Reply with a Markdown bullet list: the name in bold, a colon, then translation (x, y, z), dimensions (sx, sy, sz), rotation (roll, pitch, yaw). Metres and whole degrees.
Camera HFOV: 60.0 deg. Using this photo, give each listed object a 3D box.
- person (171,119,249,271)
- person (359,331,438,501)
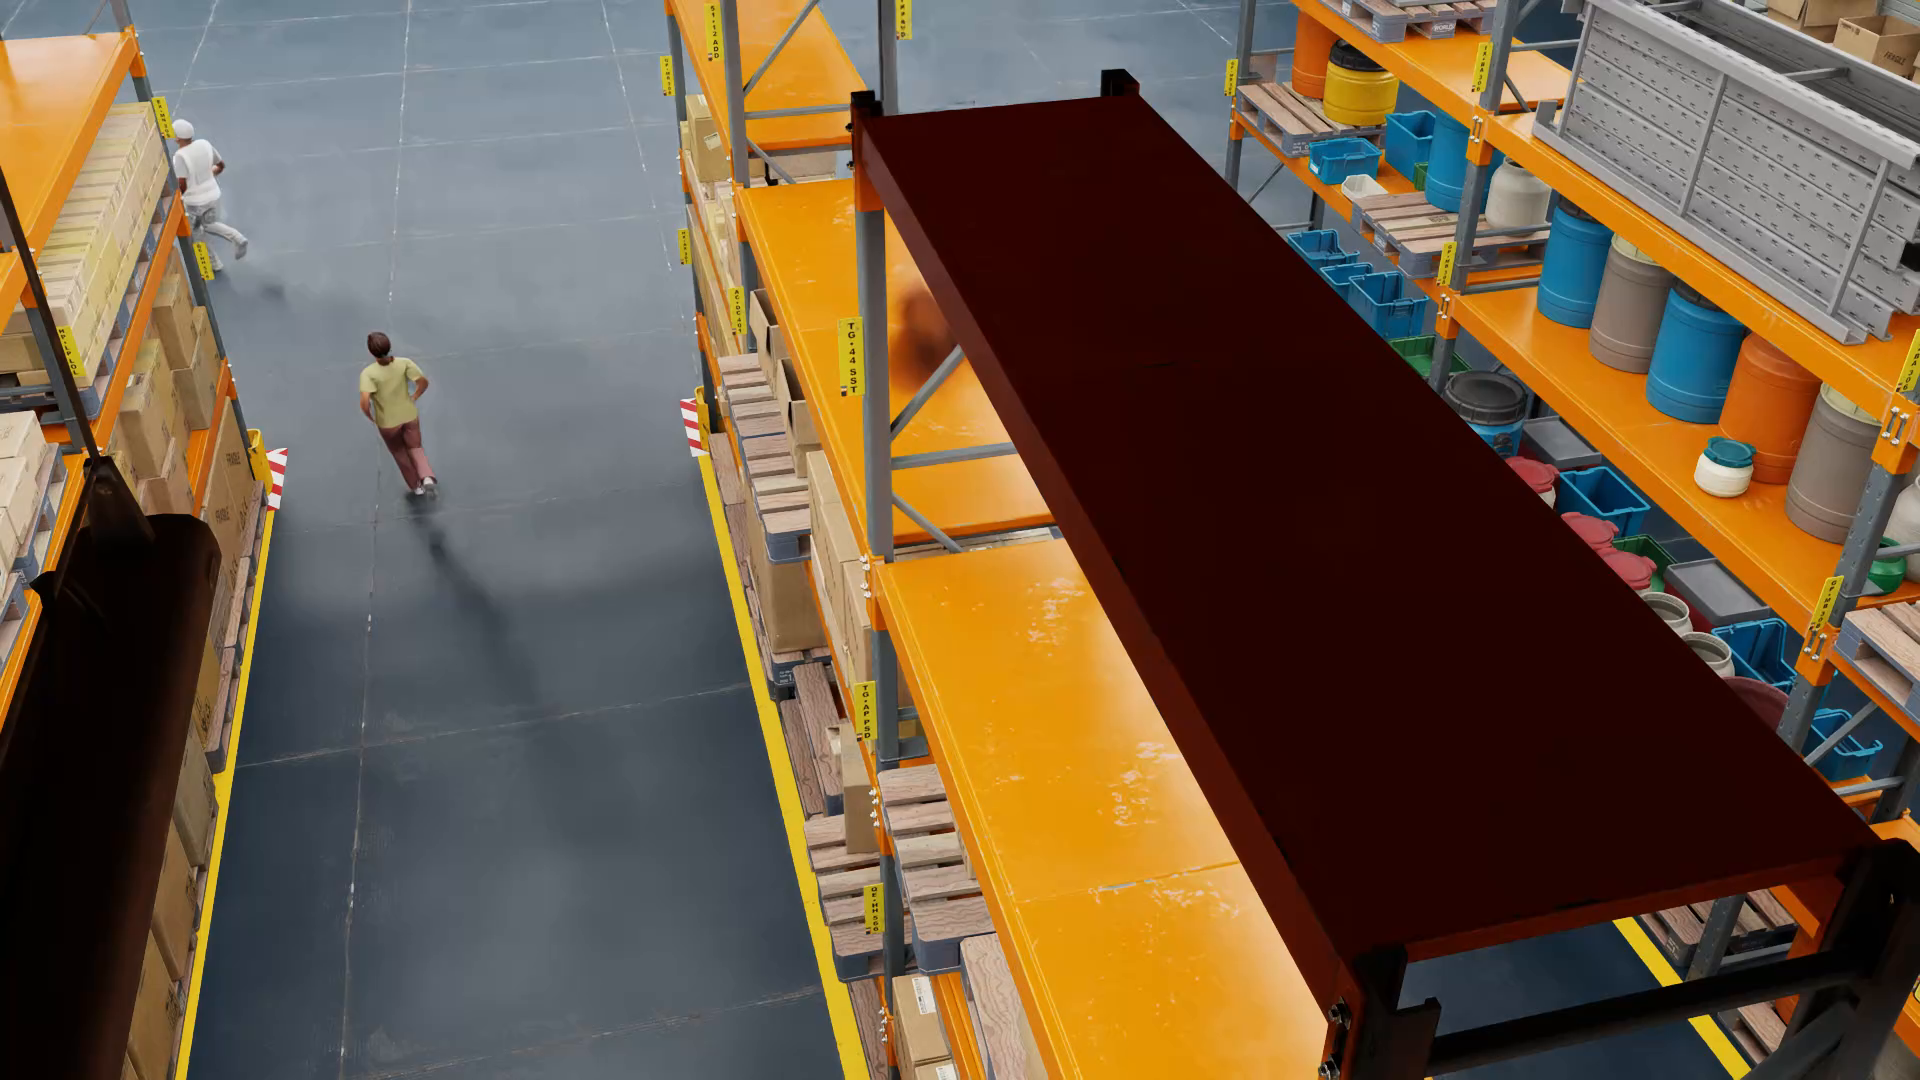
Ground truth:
- **person**: translation (-8.159, -3.682, 17.954), dimensions (0.684, 1.755, 0.692), rotation (13, 37, 18)
- **person**: translation (-4.754, -0.992, 14.112), dimensions (0.604, 1.650, 0.784), rotation (-23, 40, -30)
